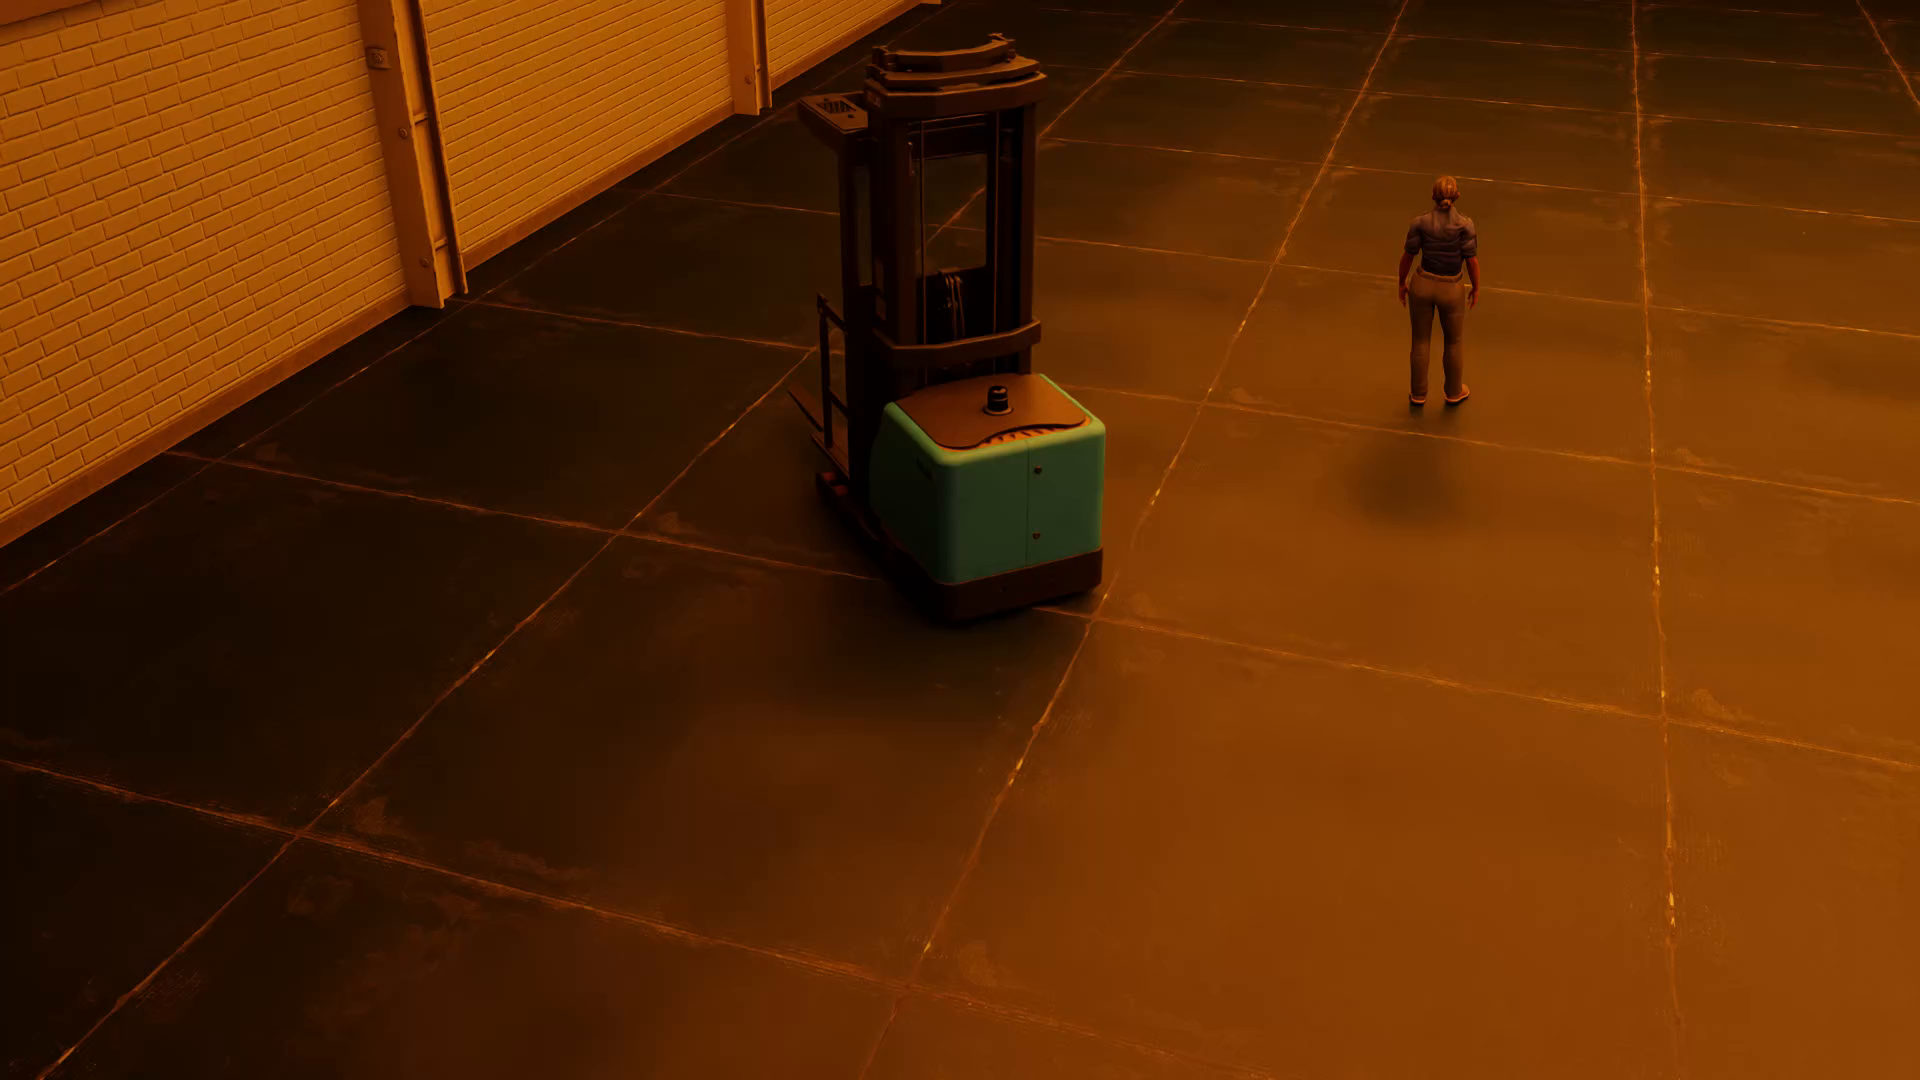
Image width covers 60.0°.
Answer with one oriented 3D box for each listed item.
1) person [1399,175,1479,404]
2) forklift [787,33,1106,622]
[{"bbox_3d":[3.310,-1.729,11.445,0.570,1.654,0.504,12,32,20],"label":"person"},{"bbox_3d":[-0.259,-1.531,9.822,1.130,2.935,3.031,-13,32,-21],"label":"forklift"}]
